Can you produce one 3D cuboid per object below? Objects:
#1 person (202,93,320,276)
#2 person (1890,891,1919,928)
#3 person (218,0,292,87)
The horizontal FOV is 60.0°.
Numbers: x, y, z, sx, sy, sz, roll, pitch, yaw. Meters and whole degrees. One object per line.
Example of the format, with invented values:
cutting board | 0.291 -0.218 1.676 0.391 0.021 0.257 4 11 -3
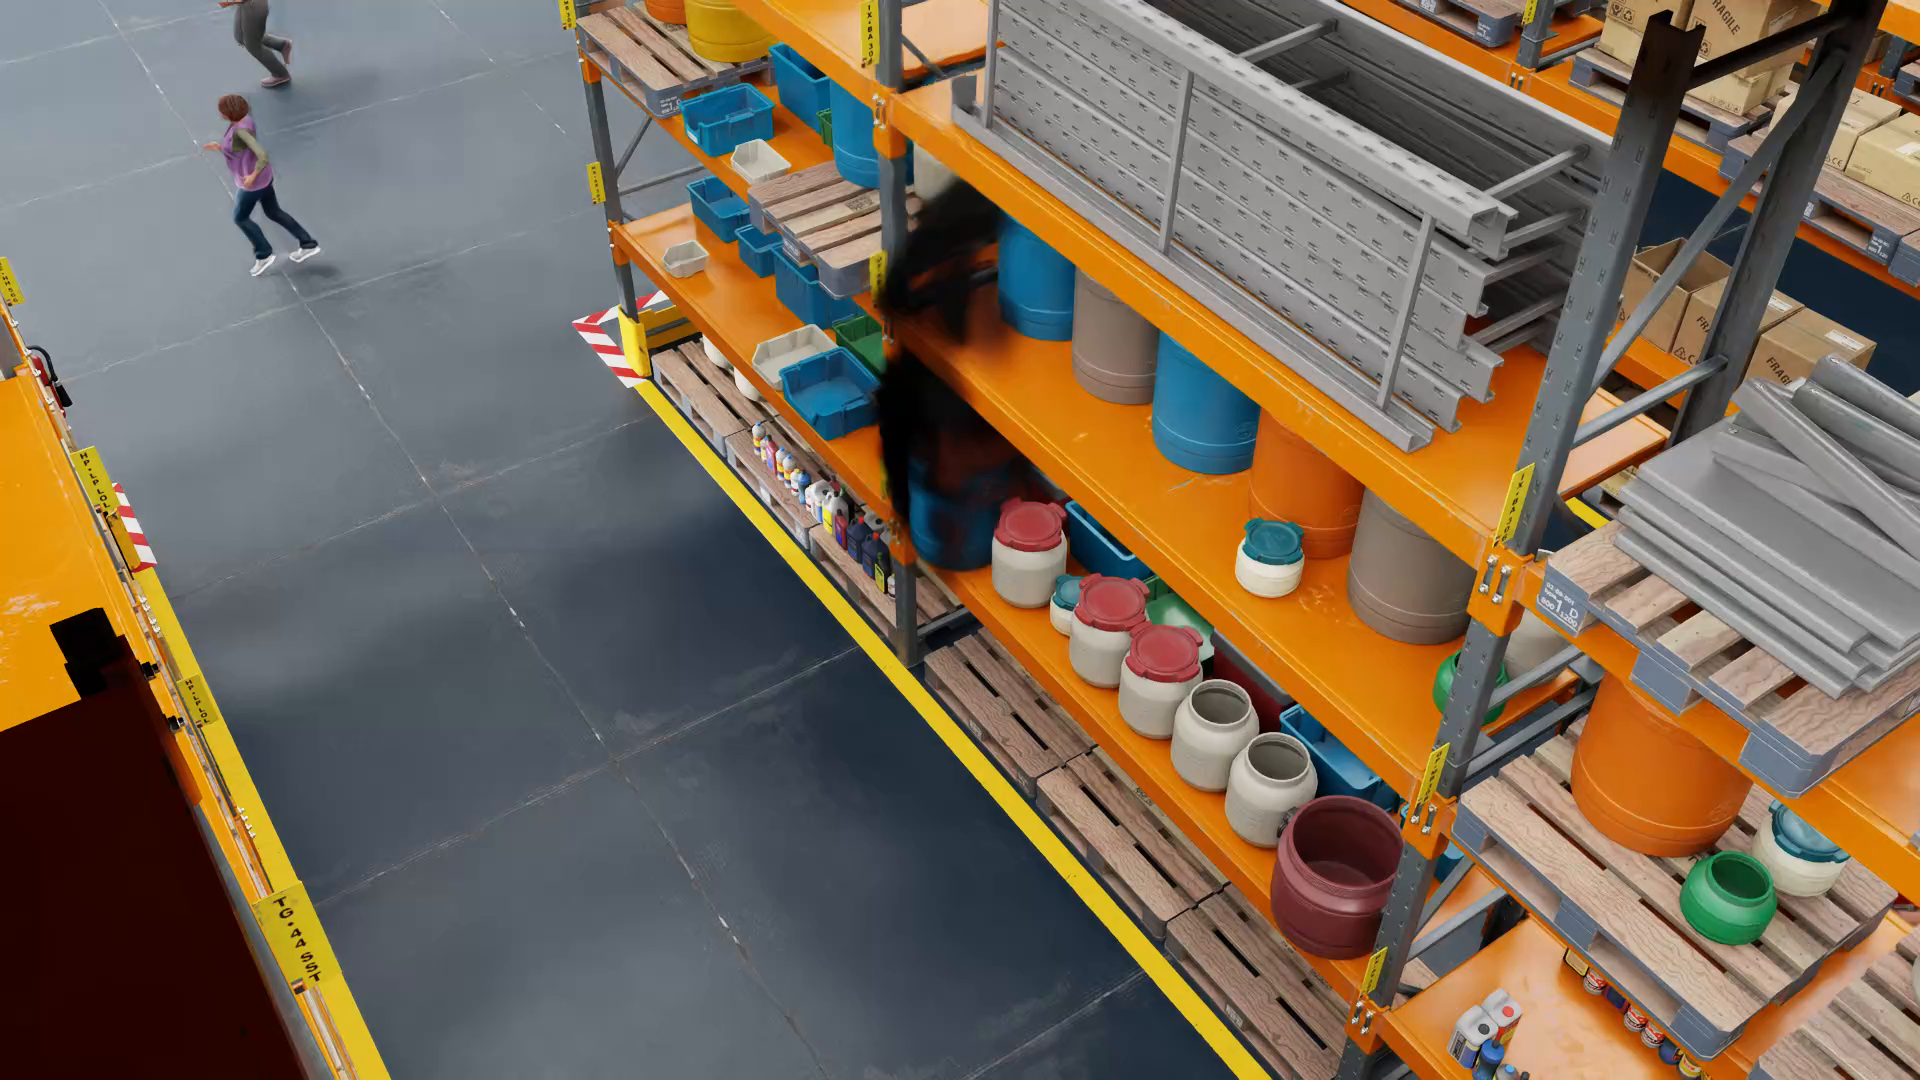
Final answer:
person | -5.825 -2.939 13.765 0.678 1.635 0.516 -4 43 -4
person | 4.695 1.819 8.535 0.640 1.705 0.645 -33 52 -31
person | -6.923 -5.174 16.276 0.558 1.514 0.558 -15 45 -15
